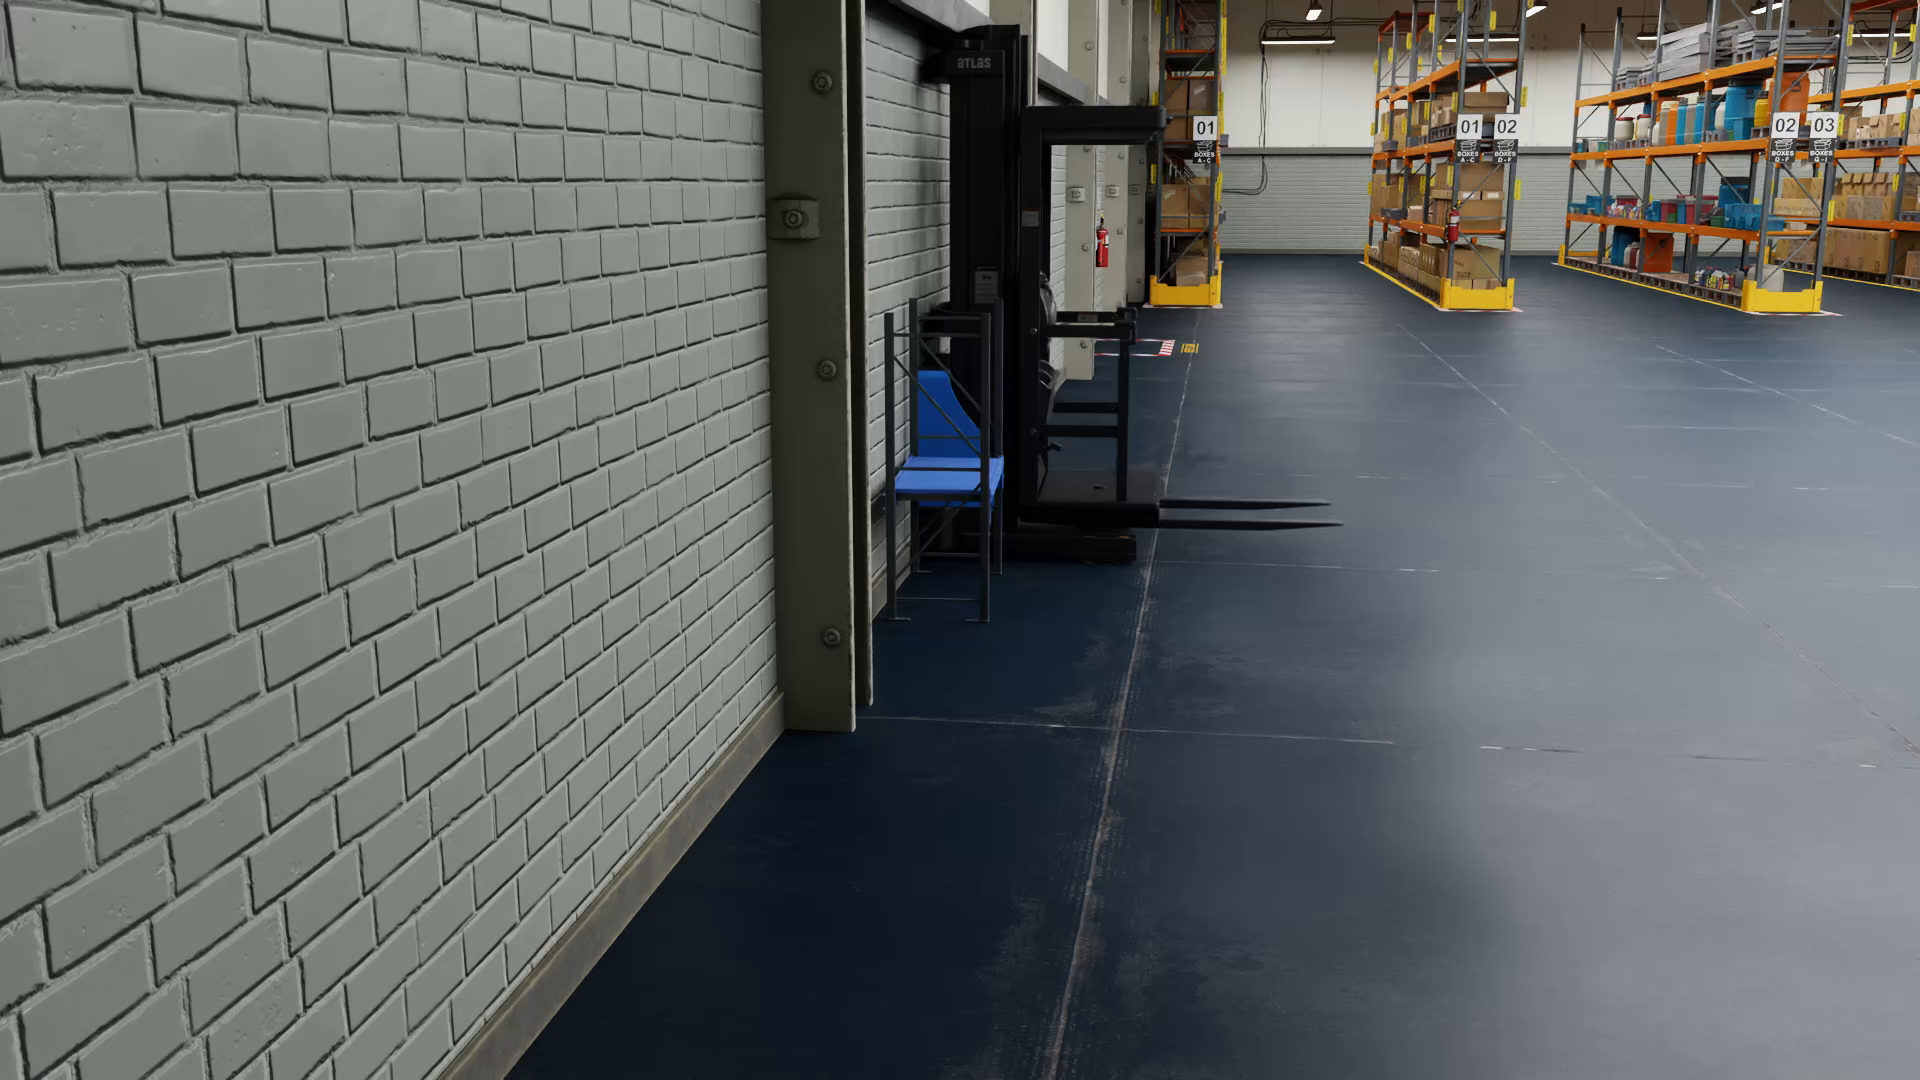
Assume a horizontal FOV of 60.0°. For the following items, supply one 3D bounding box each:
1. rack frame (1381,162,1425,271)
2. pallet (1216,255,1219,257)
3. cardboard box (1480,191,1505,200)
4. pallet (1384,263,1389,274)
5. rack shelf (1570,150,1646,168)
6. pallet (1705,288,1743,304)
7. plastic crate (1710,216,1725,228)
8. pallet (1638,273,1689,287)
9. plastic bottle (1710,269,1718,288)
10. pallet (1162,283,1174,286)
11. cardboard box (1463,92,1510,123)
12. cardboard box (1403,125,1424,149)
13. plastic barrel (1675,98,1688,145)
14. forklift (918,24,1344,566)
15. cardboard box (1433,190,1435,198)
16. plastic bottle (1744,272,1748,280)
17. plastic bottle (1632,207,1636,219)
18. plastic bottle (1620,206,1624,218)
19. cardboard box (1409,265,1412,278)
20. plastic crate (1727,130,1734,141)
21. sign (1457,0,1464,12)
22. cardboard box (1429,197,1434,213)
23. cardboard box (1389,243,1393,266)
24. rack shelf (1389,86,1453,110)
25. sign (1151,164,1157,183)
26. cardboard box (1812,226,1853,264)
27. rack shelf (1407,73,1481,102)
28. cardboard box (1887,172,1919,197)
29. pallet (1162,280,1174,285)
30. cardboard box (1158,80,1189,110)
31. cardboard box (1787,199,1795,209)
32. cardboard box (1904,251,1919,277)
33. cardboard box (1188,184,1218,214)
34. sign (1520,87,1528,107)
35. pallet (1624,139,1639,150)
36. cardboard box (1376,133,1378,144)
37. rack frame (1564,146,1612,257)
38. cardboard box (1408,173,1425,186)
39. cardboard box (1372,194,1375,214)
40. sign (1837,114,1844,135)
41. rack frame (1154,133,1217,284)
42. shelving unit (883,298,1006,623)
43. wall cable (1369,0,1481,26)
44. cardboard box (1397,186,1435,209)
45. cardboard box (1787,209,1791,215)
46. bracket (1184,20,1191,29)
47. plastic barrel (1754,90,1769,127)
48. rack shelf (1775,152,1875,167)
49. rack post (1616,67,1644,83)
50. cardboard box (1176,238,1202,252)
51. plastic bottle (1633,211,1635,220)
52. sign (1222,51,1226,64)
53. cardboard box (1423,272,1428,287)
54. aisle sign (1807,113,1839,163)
[{"bbox_3d":[10.637,-7.921,39.630,1.000,3.000,0.127,2,12,9],"label":"rack frame"},{"bbox_3d":[6.311,-7.382,43.745,1.003,0.211,1.213,2,12,9],"label":"pallet"},{"bbox_3d":[9.064,-5.864,28.307,0.380,0.149,0.250,2,12,8],"label":"cardboard box"},{"bbox_3d":[10.549,-6.388,39.133,1.003,0.211,1.213,2,12,9],"label":"pallet"},{"bbox_3d":[15.838,-9.291,40.573,1.077,0.370,4.000,2,12,9],"label":"rack shelf"},{"bbox_3d":[13.970,-4.339,29.624,1.003,0.211,1.213,2,12,9],"label":"pallet"},{"bbox_3d":[13.812,-5.718,29.908,0.450,0.188,0.662,2,12,9],"label":"plastic crate"},{"bbox_3d":[14.758,-5.404,34.569,1.003,0.211,1.213,2,12,9],"label":"pallet"},{"bbox_3d":[13.672,-4.733,30.077,0.144,0.351,0.185,2,12,8],"label":"plastic bottle"},{"bbox_3d":[4.257,-4.657,31.102,1.003,0.211,1.213,2,12,9],"label":"pallet"},{"bbox_3d":[8.884,-7.333,28.208,0.797,0.503,0.637,3,12,13],"label":"cardboard box"},{"bbox_3d":[10.055,-8.696,35.866,0.910,0.500,0.500,2,12,9],"label":"cardboard box"},{"bbox_3d":[14.365,-8.191,32.573,0.600,0.901,0.708,2,12,9],"label":"plastic barrel"},{"bbox_3d":[0.690,-1.408,9.568,3.031,2.935,1.130,1,12,6],"label":"forklift"},{"bbox_3d":[9.135,-6.520,31.351,0.380,0.149,0.250,2,12,9],"label":"cardboard box"},{"bbox_3d":[14.301,-4.729,30.222,0.061,0.283,0.133,2,12,9],"label":"plastic bottle"},{"bbox_3d":[14.687,-7.115,36.194,0.097,0.271,0.097,0,12,0],"label":"plastic bottle"},{"bbox_3d":[14.860,-7.349,37.279,0.097,0.271,0.097,0,12,0],"label":"plastic bottle"},{"bbox_3d":[9.341,-5.425,33.575,0.500,0.250,0.500,2,12,10],"label":"cardboard box"},{"bbox_3d":[13.788,-7.138,29.378,0.336,0.188,0.450,2,12,9],"label":"plastic crate"},{"bbox_3d":[8.257,-8.872,27.396,0.100,0.325,0.005,2,12,9],"label":"sign"},{"bbox_3d":[9.622,-6.574,33.140,0.500,0.500,0.500,3,12,13],"label":"cardboard box"},{"bbox_3d":[10.088,-6.501,37.930,0.500,0.500,0.500,1,12,7],"label":"cardboard box"},{"bbox_3d":[10.329,-9.891,37.184,1.077,0.370,4.000,2,12,9],"label":"rack shelf"},{"bbox_3d":[3.350,-6.326,28.728,0.100,0.325,0.005,2,12,9],"label":"sign"},{"bbox_3d":[20.605,-6.901,38.942,0.875,0.875,0.875,2,12,9],"label":"cardboard box"},{"bbox_3d":[9.714,-9.058,33.320,1.077,0.370,4.000,2,12,9],"label":"rack shelf"},{"bbox_3d":[19.938,-7.458,34.861,0.797,0.503,0.637,2,12,11],"label":"cardboard box"},{"bbox_3d":[4.443,-4.912,32.284,1.003,0.211,1.213,2,12,9],"label":"pallet"},{"bbox_3d":[3.704,-7.695,28.802,0.500,0.500,0.500,2,12,11],"label":"cardboard box"},{"bbox_3d":[20.545,-8.200,40.574,0.500,0.250,0.500,1,12,7],"label":"cardboard box"},{"bbox_3d":[19.726,-5.620,33.840,0.700,0.500,0.500,1,12,6],"label":"cardboard box"},{"bbox_3d":[4.266,-5.976,29.131,0.500,0.500,0.500,2,12,9],"label":"cardboard box"},{"bbox_3d":[9.339,-7.337,27.533,0.100,0.325,0.005,2,12,9],"label":"sign"},{"bbox_3d":[15.335,-8.732,36.718,1.003,0.211,1.213,2,12,9],"label":"pallet"},{"bbox_3d":[10.832,-10.189,42.202,0.500,0.250,0.500,2,12,9],"label":"cardboard box"},{"bbox_3d":[16.146,-8.593,42.745,1.000,3.000,0.127,2,12,9],"label":"rack frame"},{"bbox_3d":[10.987,-8.548,39.927,0.500,0.500,0.500,2,12,10],"label":"cardboard box"},{"bbox_3d":[10.849,-8.612,42.595,0.500,0.500,0.500,2,12,8],"label":"cardboard box"},{"bbox_3d":[14.228,-6.714,26.887,0.100,0.325,0.005,2,12,9],"label":"sign"},{"bbox_3d":[3.896,-5.583,28.780,1.000,3.000,0.127,2,12,9],"label":"rack frame"},{"bbox_3d":[-0.064,-0.443,8.490,0.538,1.500,1.048,1,12,5],"label":"shelving unit"},{"bbox_3d":[13.310,-15.999,47.456,3.097,2.526,0.112,2,12,9],"label":"wall cable"},{"bbox_3d":[10.007,-7.478,36.337,0.700,0.500,0.500,-2,12,-10],"label":"cardboard box"},{"bbox_3d":[20.503,-8.032,40.741,0.380,0.149,0.250,2,12,8],"label":"cardboard box"},{"bbox_3d":[6.204,-14.098,45.508,0.235,0.232,0.430,2,12,9],"label":"bracket"},{"bbox_3d":[13.735,-7.267,28.031,0.600,0.588,0.600,0,12,0],"label":"plastic barrel"},{"bbox_3d":[20.732,-9.131,39.829,1.077,0.370,4.000,2,12,9],"label":"rack shelf"},{"bbox_3d":[15.370,-10.482,37.449,0.937,0.300,0.954,2,12,8],"label":"rack post"},{"bbox_3d":[4.672,-6.021,33.921,0.500,0.250,0.500,2,12,7],"label":"cardboard box"},{"bbox_3d":[14.672,-7.061,36.108,0.097,0.201,0.097,0,12,0],"label":"plastic bottle"},{"bbox_3d":[6.279,-11.494,39.562,0.100,0.325,0.005,2,12,9],"label":"sign"},{"bbox_3d":[8.871,-4.823,30.781,0.500,0.250,0.500,2,12,9],"label":"cardboard box"},{"bbox_3d":[13.963,-6.509,26.903,0.394,0.787,0.004,2,12,9],"label":"aisle sign"}]
